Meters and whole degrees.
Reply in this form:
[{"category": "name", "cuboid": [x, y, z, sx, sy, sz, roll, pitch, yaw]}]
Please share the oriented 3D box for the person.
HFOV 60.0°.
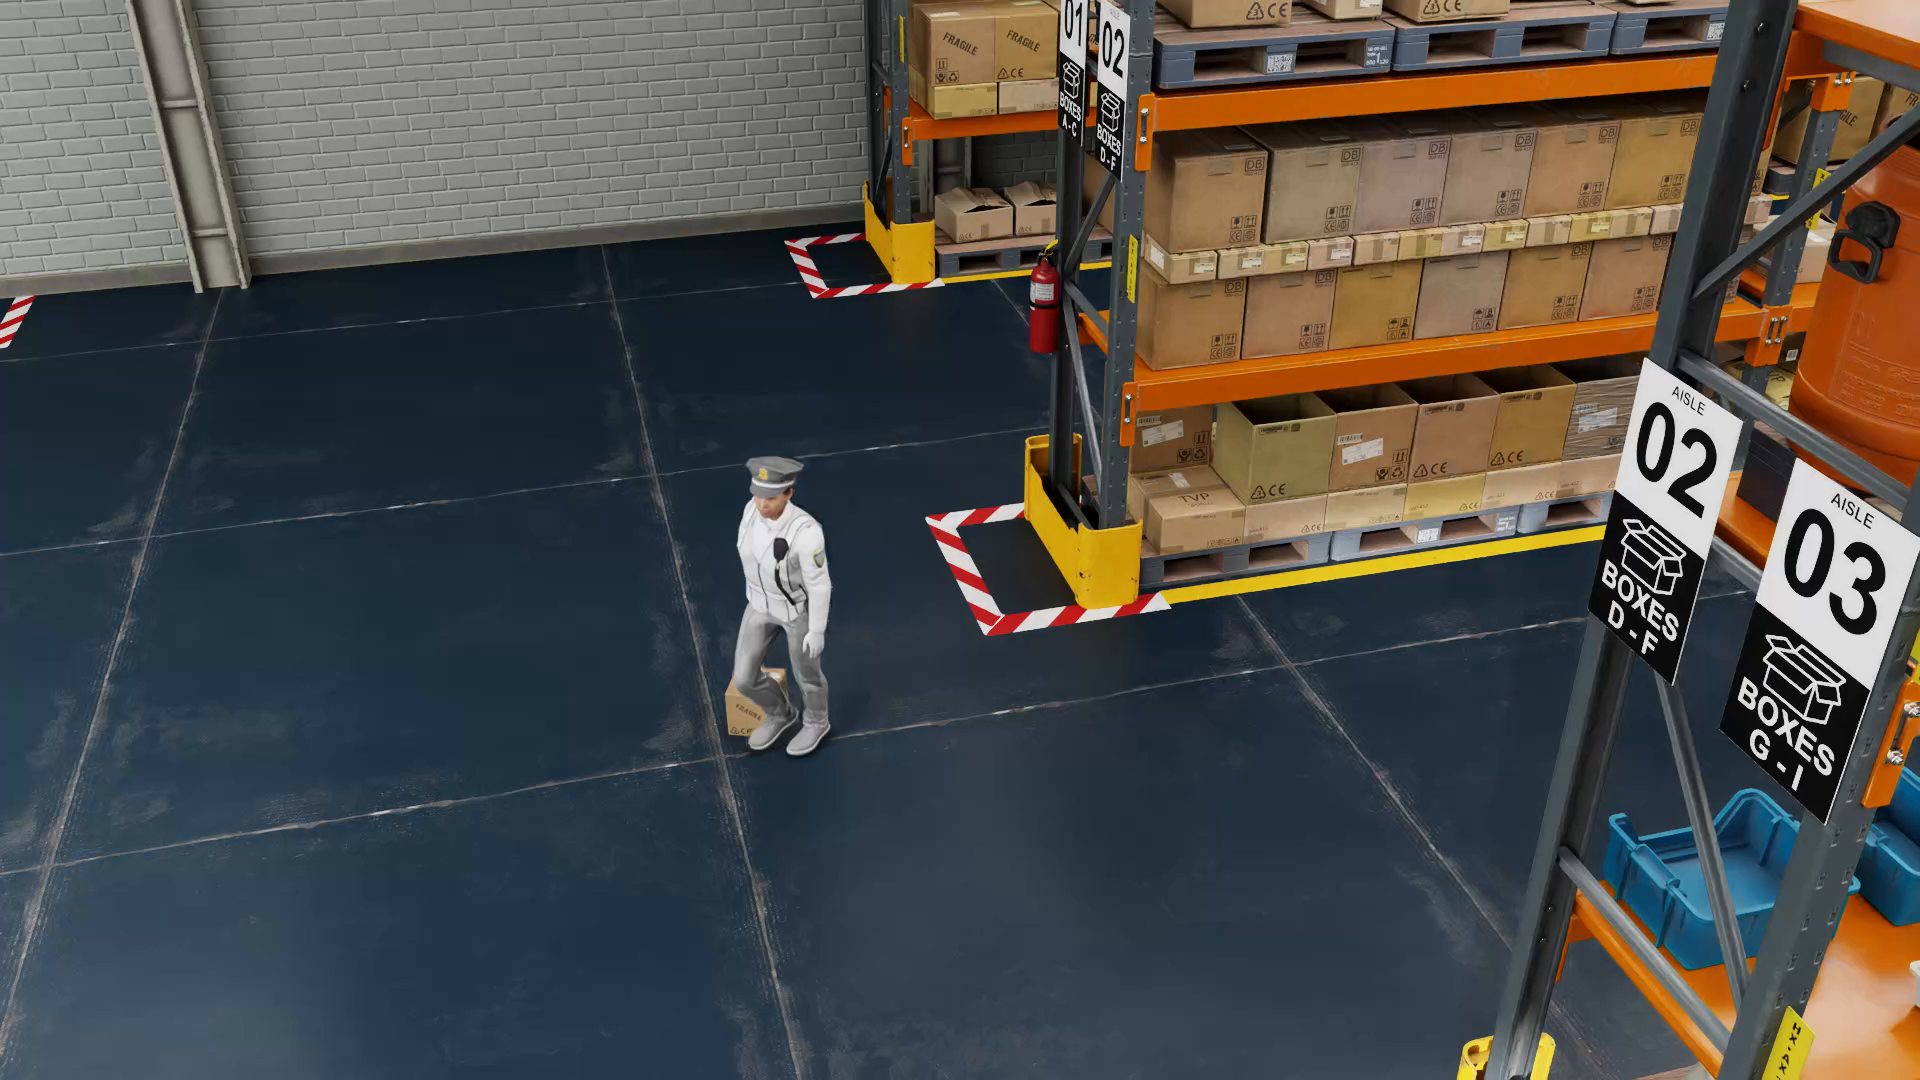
[{"category": "person", "cuboid": [-0.782, 0.320, 7.637, 0.509, 1.660, 0.489, 17, 34, 26]}]
